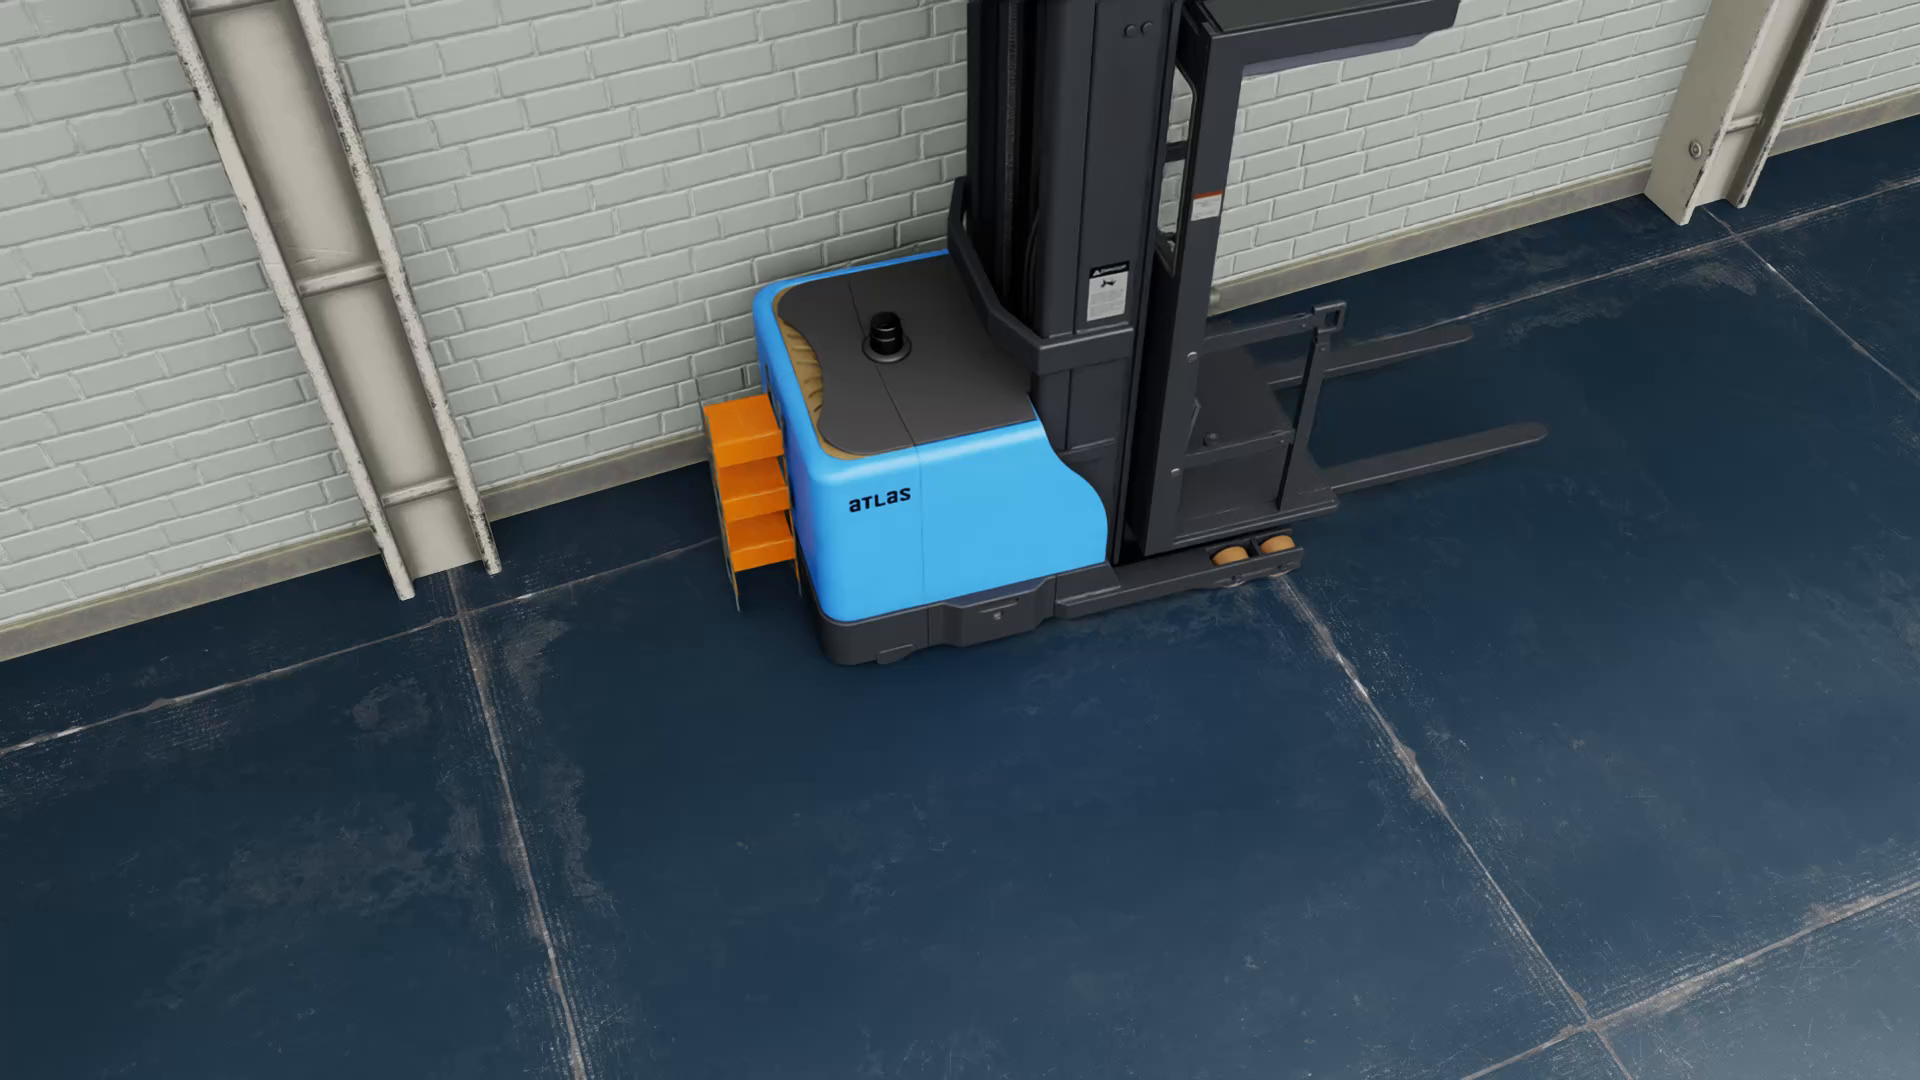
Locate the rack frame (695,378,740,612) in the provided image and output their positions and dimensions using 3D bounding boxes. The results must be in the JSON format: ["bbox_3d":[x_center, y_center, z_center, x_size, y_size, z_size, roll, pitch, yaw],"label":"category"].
[{"bbox_3d":[-0.873,-0.139,6.018,0.008,1.050,0.200,-13,51,-11],"label":"rack frame"}]

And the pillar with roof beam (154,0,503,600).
[{"bbox_3d":[-0.398,0.160,0.521,0.400,9.000,9.100,-17,52,-14],"label":"pillar with roof beam"}]

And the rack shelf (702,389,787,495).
[{"bbox_3d":[-0.757,-0.344,5.834,0.240,0.259,0.215,-13,51,-11],"label":"rack shelf"}]

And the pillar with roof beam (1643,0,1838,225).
[{"bbox_3d":[5.157,-1.561,1.999,0.400,9.000,9.100,-17,52,-14],"label":"pillar with roof beam"}]

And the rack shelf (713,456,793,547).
[{"bbox_3d":[-0.757,-0.159,6.050,0.240,0.259,0.215,-13,51,-11],"label":"rack shelf"}]

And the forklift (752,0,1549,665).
[{"bbox_3d":[0.816,-1.144,5.641,3.031,2.935,1.130,-13,51,-11],"label":"forklift"}]

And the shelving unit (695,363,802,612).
[{"bbox_3d":[-0.757,-0.166,6.042,0.252,1.050,0.215,-13,51,-11],"label":"shelving unit"}]

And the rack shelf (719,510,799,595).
[{"bbox_3d":[-0.757,0.022,6.260,0.240,0.259,0.215,-13,51,-11],"label":"rack shelf"}]

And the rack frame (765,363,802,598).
[{"bbox_3d":[-0.640,-0.193,6.065,0.008,1.050,0.200,-13,51,-11],"label":"rack frame"}]
